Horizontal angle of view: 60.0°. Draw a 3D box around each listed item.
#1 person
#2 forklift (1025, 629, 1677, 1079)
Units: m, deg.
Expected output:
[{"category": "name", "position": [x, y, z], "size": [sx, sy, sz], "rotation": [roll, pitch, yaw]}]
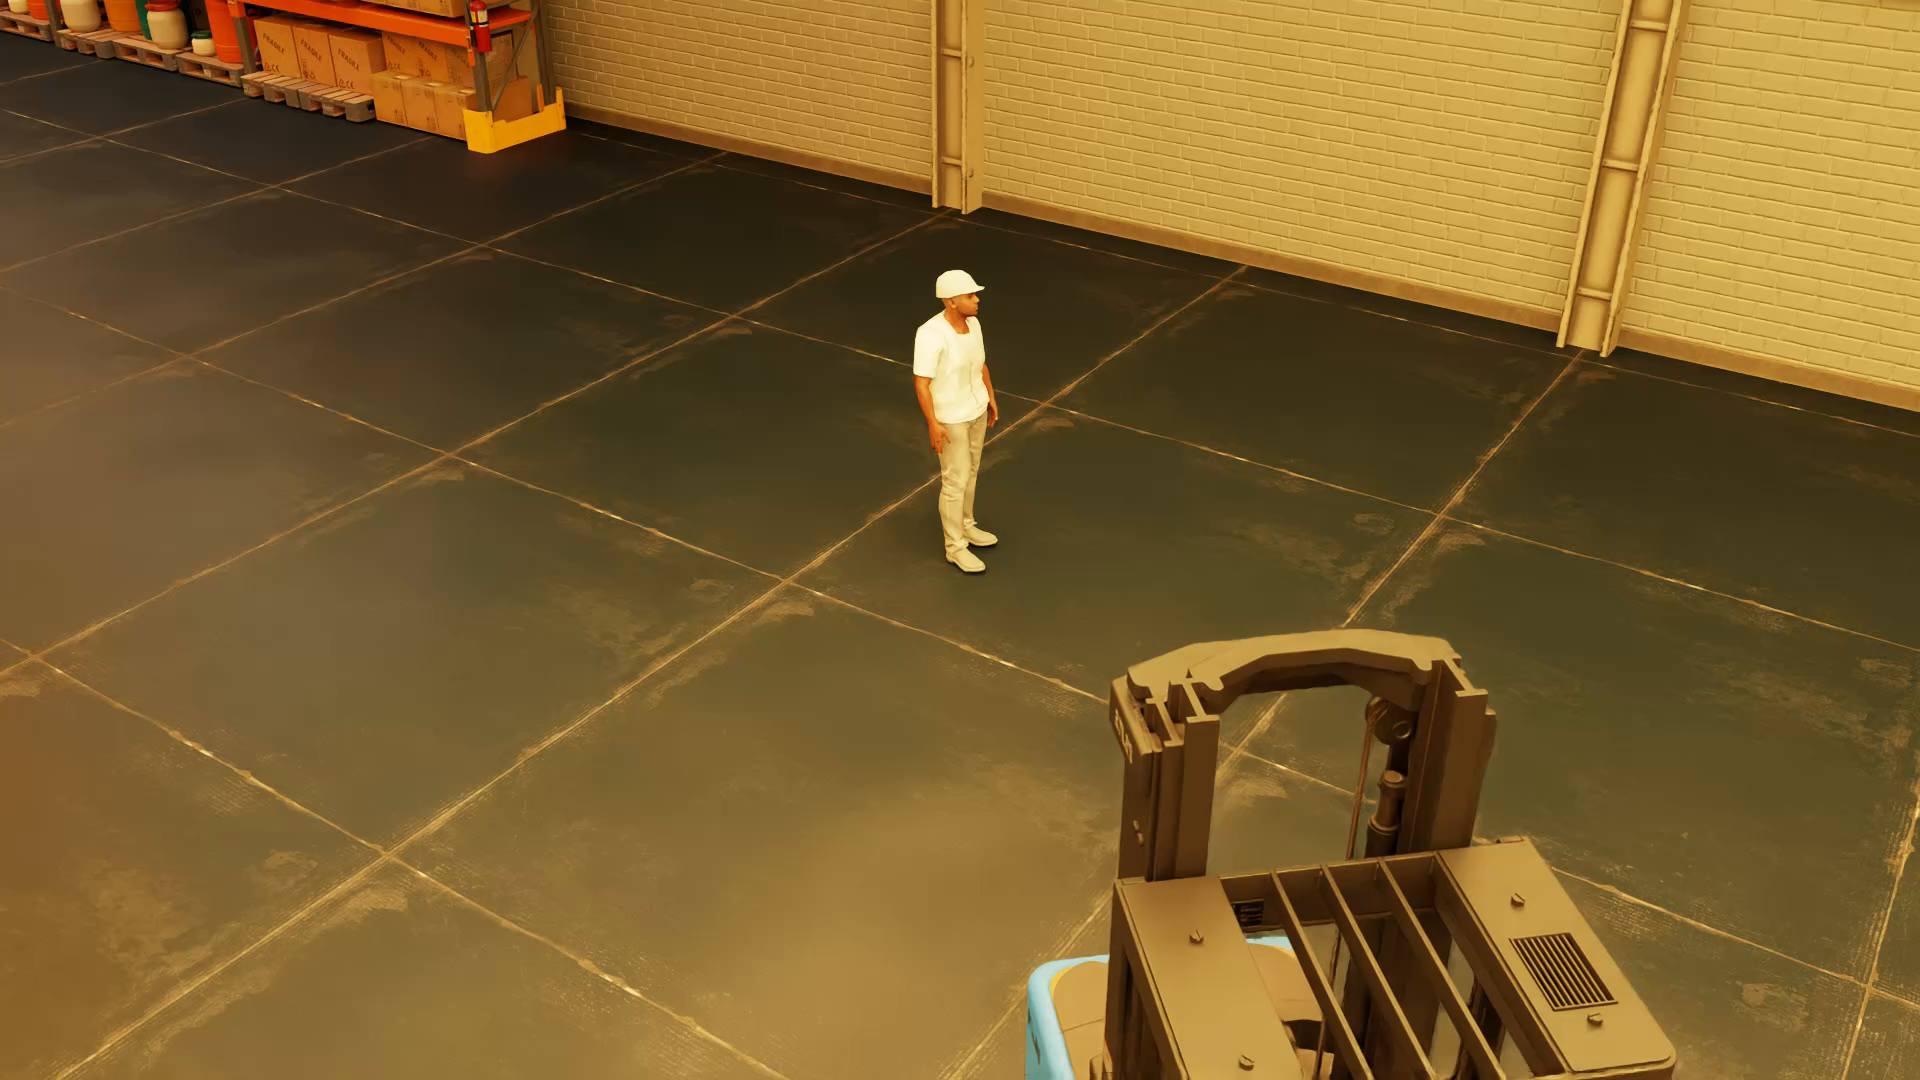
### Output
[{"category": "person", "position": [0.054, -0.748, 10.015], "size": [0.577, 1.765, 0.665], "rotation": [19, 35, 29]}, {"category": "forklift", "position": [0.961, 1.833, 4.425], "size": [1.130, 2.935, 3.031], "rotation": [-5, 30, -8]}]
